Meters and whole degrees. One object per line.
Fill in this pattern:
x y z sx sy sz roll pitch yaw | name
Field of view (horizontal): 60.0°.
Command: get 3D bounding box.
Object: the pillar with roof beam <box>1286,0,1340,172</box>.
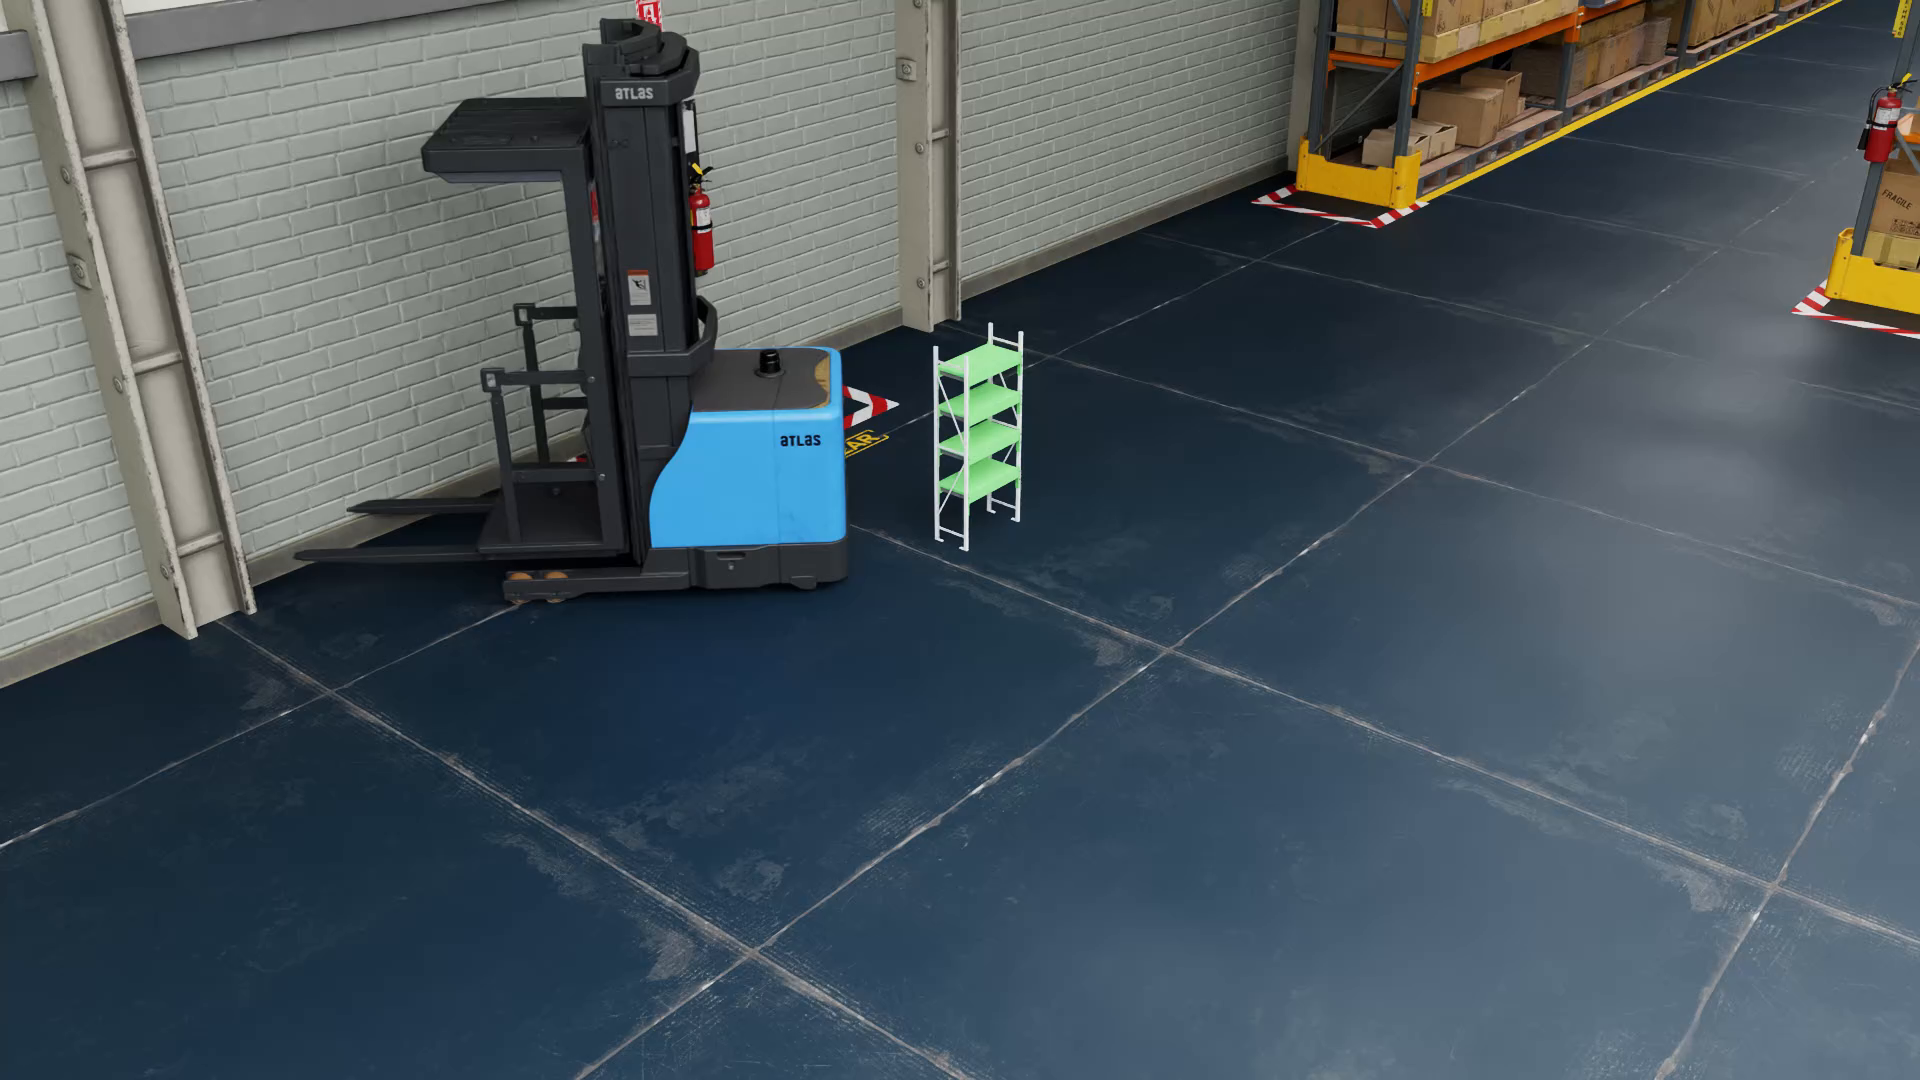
6.908 -6.583 12.682 9.100 9.000 0.400 21 34 34 | pillar with roof beam

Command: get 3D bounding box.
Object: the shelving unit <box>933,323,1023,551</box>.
0.105 -0.592 9.588 0.258 1.200 0.503 21 34 34 | shelving unit

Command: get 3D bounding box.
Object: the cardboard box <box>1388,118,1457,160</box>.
4.681 -4.098 16.855 0.500 0.311 0.500 24 36 38 | cardboard box

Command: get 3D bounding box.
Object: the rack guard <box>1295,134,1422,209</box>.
3.857 -3.593 16.151 1.175 0.500 0.348 21 34 34 | rack guard

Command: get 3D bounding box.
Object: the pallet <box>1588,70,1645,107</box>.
7.623 -5.567 20.281 1.003 0.211 1.213 21 34 34 | pallet

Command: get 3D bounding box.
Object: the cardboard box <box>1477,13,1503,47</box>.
5.012 -5.066 16.419 0.500 0.250 0.500 20 34 34 | cardboard box

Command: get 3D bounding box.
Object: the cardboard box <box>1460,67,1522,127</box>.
5.724 -4.800 18.005 0.500 0.500 0.500 18 32 31 | cardboard box

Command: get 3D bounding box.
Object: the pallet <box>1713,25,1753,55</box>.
10.233 -6.962 22.978 1.003 0.211 1.213 21 34 34 | pallet

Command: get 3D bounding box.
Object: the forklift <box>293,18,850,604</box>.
-2.154 -1.205 8.889 3.031 2.935 1.130 -2 27 -3 | forklift

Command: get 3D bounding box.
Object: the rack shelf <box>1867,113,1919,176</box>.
8.906 -3.619 14.264 1.077 0.370 4.000 21 34 34 | rack shelf

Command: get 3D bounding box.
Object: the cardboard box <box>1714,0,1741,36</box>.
10.028 -7.275 22.431 0.750 0.750 0.750 21 34 34 | cardboard box

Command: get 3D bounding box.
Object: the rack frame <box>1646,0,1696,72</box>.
8.897 -7.512 21.007 1.000 3.000 0.127 21 34 34 | rack frame

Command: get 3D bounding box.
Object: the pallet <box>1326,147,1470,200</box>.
4.401 -3.742 16.754 1.003 0.211 1.213 21 34 34 | pallet

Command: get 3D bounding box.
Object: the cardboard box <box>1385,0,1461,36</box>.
4.344 -5.033 15.539 0.500 0.500 0.500 21 34 34 | cardboard box

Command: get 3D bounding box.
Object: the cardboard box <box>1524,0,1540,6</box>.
5.649 -5.758 16.940 0.500 0.500 0.500 20 33 33 | cardboard box

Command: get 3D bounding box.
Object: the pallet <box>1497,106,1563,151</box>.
5.953 -4.607 18.426 1.003 0.211 1.213 21 34 34 | pallet

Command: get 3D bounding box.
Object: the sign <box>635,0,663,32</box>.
-1.913 -3.241 10.227 0.001 0.298 0.199 21 34 34 | sign

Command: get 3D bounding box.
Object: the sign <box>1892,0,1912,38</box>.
7.224 -4.013 12.724 0.100 0.325 0.005 21 34 34 | sign

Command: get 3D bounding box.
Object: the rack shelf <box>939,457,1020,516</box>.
0.105 -0.322 9.727 0.258 0.148 0.480 21 34 34 | rack shelf

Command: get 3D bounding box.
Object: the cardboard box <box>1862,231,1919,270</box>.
7.747 -2.471 13.798 0.500 0.250 0.500 21 34 34 | cardboard box

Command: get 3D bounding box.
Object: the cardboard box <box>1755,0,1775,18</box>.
11.128 -7.894 23.627 0.750 0.750 0.750 21 34 35 | cardboard box

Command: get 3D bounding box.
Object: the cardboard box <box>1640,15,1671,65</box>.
8.479 -6.327 20.958 0.700 0.500 0.500 21 34 35 | cardboard box

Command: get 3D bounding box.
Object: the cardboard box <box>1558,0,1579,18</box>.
6.285 -5.780 17.800 0.500 0.250 0.500 21 34 35 | cardboard box

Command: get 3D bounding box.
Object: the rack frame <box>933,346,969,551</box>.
-0.050 -0.505 9.421 0.240 1.200 0.015 21 34 34 | rack frame

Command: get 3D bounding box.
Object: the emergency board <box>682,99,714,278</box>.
-1.831 -2.185 10.709 0.194 1.169 0.643 21 34 34 | emergency board

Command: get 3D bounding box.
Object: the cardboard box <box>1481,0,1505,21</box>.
5.000 -5.387 16.223 0.500 0.500 0.500 19 33 33 | cardboard box

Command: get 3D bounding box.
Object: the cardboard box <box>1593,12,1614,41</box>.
7.414 -6.121 19.743 0.500 0.250 0.500 20 33 33 | cardboard box

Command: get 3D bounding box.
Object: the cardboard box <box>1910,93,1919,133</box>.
7.940 -3.436 13.018 0.700 0.500 0.500 21 34 34 | cardboard box

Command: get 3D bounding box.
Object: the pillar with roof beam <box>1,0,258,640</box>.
-0.725 -2.329 4.458 9.100 9.000 0.400 21 34 34 | pillar with roof beam

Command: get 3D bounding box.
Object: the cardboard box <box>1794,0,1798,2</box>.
12.318 -8.419 25.024 0.700 0.500 0.500 20 34 34 | cardboard box

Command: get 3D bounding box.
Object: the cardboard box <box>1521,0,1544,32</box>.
5.654 -5.423 17.110 0.500 0.250 0.500 21 34 34 | cardboard box

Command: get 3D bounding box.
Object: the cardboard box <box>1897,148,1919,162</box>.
8.370 -3.164 14.321 0.500 0.500 0.500 21 34 34 | cardboard box

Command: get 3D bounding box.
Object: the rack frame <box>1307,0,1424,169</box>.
3.809 -4.676 15.524 1.000 3.000 0.127 21 34 34 | rack frame

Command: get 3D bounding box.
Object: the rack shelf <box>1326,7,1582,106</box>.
5.081 -5.066 17.060 1.077 0.370 4.000 21 34 34 | rack shelf

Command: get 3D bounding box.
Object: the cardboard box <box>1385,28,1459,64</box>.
4.364 -4.699 15.709 0.500 0.250 0.500 20 33 33 | cardboard box

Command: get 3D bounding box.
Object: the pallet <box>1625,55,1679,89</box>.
8.399 -5.997 21.113 1.003 0.211 1.213 21 34 34 | pallet

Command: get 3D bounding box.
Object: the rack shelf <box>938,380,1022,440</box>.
0.105 -0.748 9.507 0.258 0.148 0.480 21 34 34 | rack shelf

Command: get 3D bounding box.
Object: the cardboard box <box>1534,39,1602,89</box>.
7.098 -5.643 19.635 0.700 0.500 0.500 20 33 33 | cardboard box

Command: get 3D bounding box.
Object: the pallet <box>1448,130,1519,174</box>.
5.177 -4.173 17.586 1.003 0.211 1.213 21 34 34 | pallet

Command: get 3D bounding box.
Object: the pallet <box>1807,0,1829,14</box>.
12.761 -8.373 25.706 1.003 0.211 1.213 21 34 34 | pallet

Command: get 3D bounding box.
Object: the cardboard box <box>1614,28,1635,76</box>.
7.768 -5.994 20.314 0.700 0.500 0.500 21 34 34 | cardboard box

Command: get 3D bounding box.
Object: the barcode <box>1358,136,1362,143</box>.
4.021 -4.024 16.701 0.001 0.075 0.075 21 34 34 | barcode

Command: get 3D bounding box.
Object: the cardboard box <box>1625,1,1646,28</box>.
8.068 -6.476 20.430 0.500 0.250 0.500 21 34 35 | cardboard box
